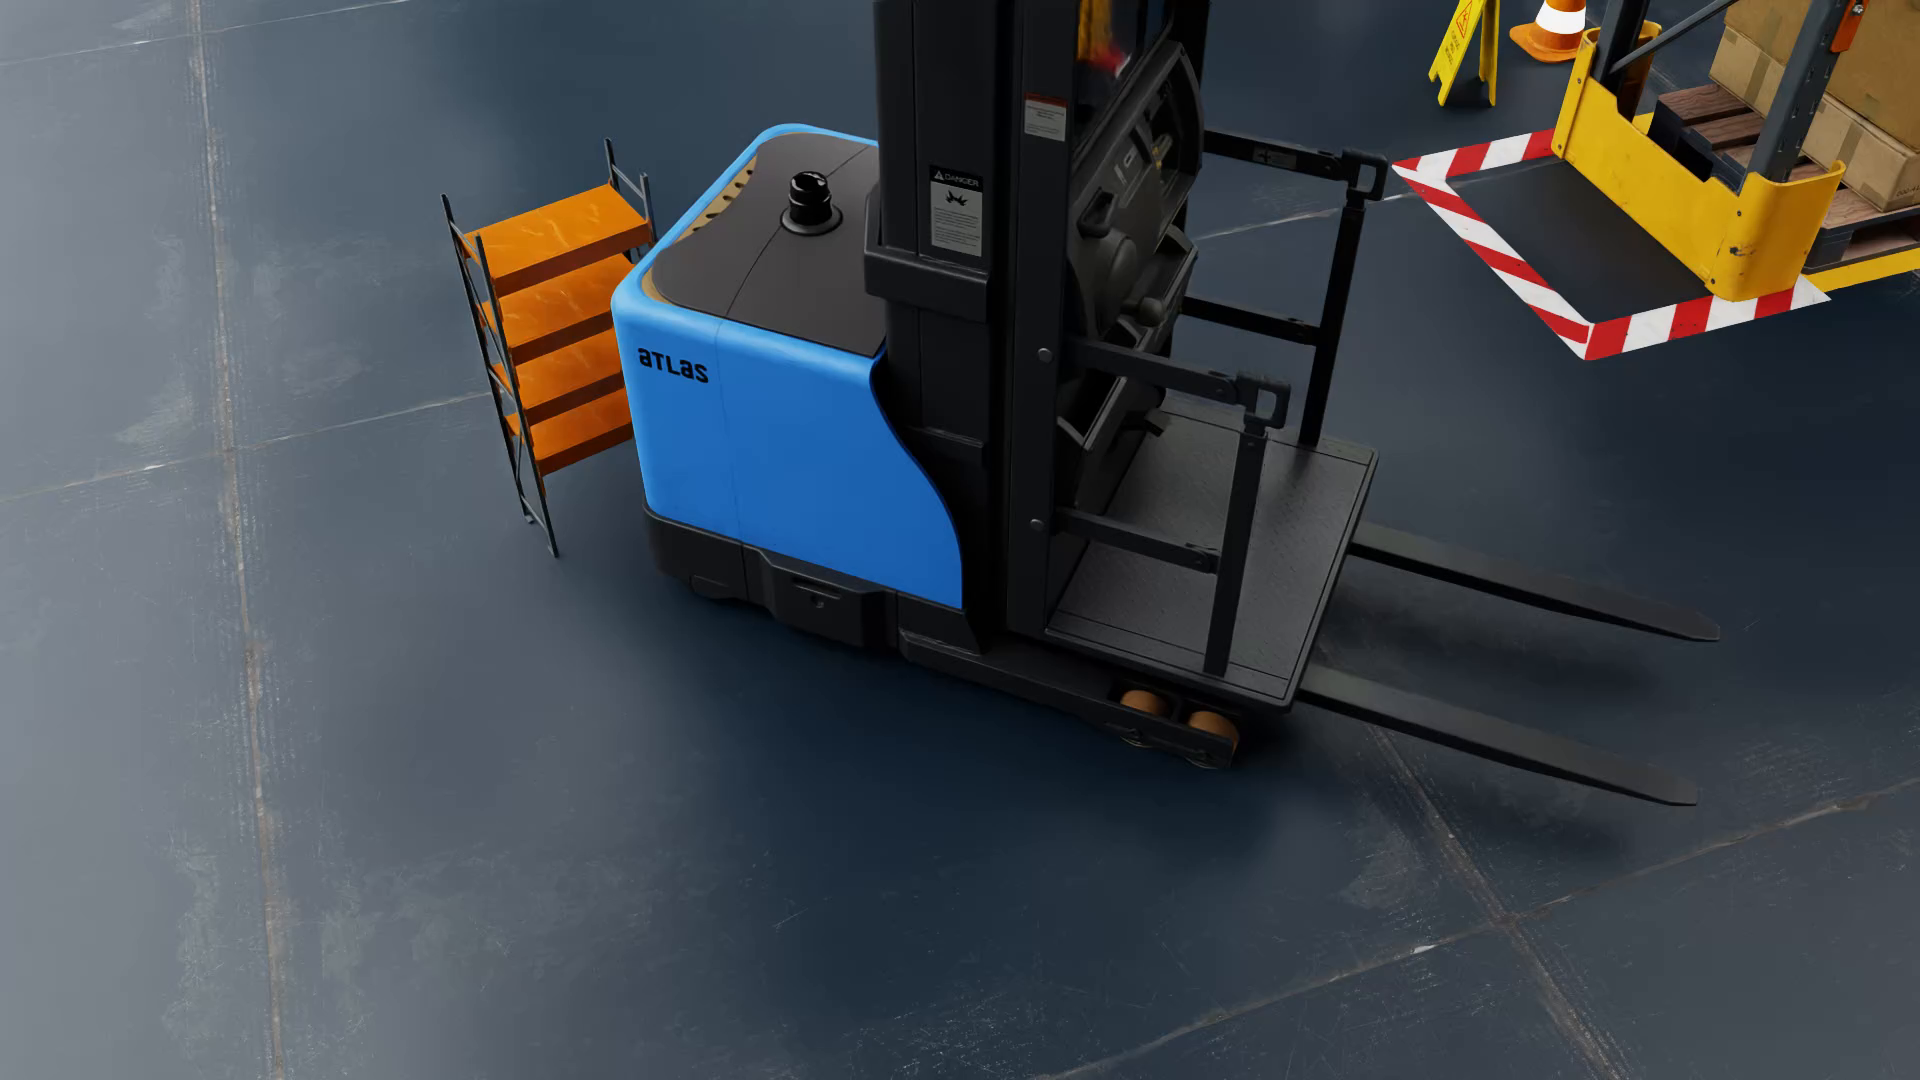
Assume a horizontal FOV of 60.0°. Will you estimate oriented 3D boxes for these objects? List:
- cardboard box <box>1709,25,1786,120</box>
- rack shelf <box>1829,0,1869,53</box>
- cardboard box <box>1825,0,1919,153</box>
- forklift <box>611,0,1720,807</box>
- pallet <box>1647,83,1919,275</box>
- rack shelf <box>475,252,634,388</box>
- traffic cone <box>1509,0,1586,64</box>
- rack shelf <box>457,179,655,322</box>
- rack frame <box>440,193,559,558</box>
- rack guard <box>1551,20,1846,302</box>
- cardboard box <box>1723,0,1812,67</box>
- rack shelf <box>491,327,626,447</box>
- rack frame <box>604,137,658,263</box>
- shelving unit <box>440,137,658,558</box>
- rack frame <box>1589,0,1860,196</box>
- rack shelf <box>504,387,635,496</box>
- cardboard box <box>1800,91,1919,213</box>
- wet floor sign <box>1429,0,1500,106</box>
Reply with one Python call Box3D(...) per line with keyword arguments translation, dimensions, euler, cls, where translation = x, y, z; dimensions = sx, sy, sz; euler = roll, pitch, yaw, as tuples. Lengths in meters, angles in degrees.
Box3D(translation=(3.400, -1.892, 6.663), dimensions=(0.500, 0.250, 0.500), euler=(-15, 47, -14), cls="cardboard box")
Box3D(translation=(4.589, -2.562, 6.194), dimensions=(4.000, 0.370, 1.077), euler=(-14, 47, -14), cls="rack shelf")
Box3D(translation=(3.583, -1.793, 6.035), dimensions=(0.500, 0.500, 0.500), euler=(-16, 47, -15), cls="cardboard box")
Box3D(translation=(0.621, -0.831, 4.008), dimensions=(3.031, 2.935, 1.130), euler=(17, 47, 16), cls="forklift")
Box3D(translation=(3.556, -1.541, 6.637), dimensions=(1.213, 0.211, 1.003), euler=(-14, 47, -14), cls="pallet")
Box3D(translation=(-1.129, -0.650, 4.830), dimensions=(0.480, 0.148, 0.258), euler=(-26, 51, -24), cls="rack shelf")
Box3D(translation=(2.675, -2.402, 7.318), dimensions=(0.334, 0.463, 0.336), euler=(-14, 47, -14), cls="traffic cone")
Box3D(translation=(-1.129, -0.817, 4.663), dimensions=(0.480, 0.148, 0.258), euler=(-26, 51, -24), cls="rack shelf")
Box3D(translation=(-1.329, -0.441, 4.842), dimensions=(0.015, 1.200, 0.240), euler=(-26, 51, -24), cls="rack frame")
Box3D(translation=(2.780, -1.471, 6.363), dimensions=(0.348, 0.500, 1.175), euler=(-14, 47, -14), cls="rack guard")
Box3D(translation=(3.373, -2.144, 6.384), dimensions=(0.500, 0.500, 0.500), euler=(-14, 47, -14), cls="cardboard box")
Box3D(translation=(-1.129, -0.492, 4.988), dimensions=(0.480, 0.148, 0.258), euler=(-26, 51, -24), cls="rack shelf")
Box3D(translation=(-0.929, -0.639, 5.040), dimensions=(0.015, 1.200, 0.240), euler=(-26, 51, -24), cls="rack frame")
Box3D(translation=(-1.129, -0.540, 4.941), dimensions=(0.503, 1.200, 0.258), euler=(-26, 51, -24), cls="shelving unit")
Box3D(translation=(2.708, -2.335, 5.460), dimensions=(0.127, 3.000, 1.000), euler=(-14, 47, -14), cls="rack frame")
Box3D(translation=(-1.129, -0.352, 5.129), dimensions=(0.480, 0.148, 0.258), euler=(-26, 51, -24), cls="rack shelf")
Box3D(translation=(3.561, -1.522, 6.294), dimensions=(0.500, 0.250, 0.500), euler=(-15, 47, -14), cls="cardboard box")
Box3D(translation=(2.166, -2.171, 6.958), dimensions=(0.232, 0.644, 0.267), euler=(0, 45, 0), cls="wet floor sign")
